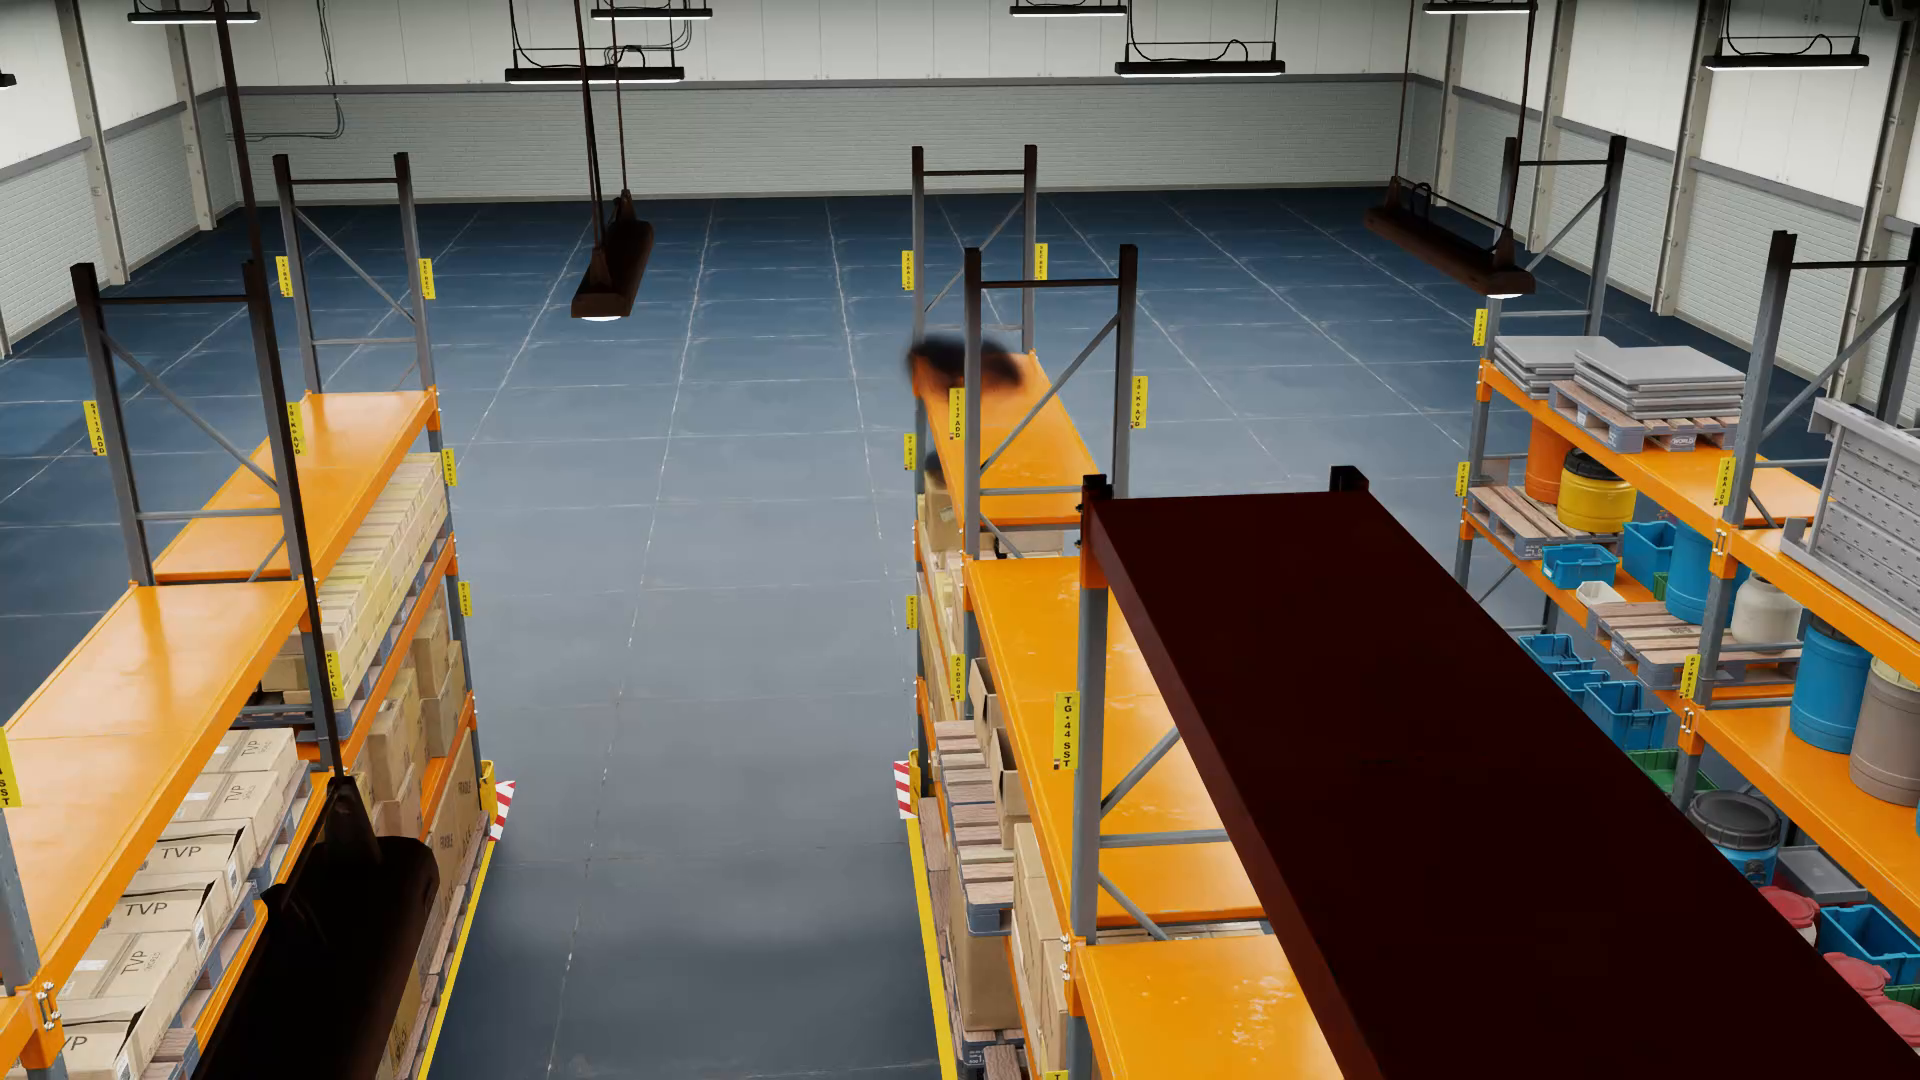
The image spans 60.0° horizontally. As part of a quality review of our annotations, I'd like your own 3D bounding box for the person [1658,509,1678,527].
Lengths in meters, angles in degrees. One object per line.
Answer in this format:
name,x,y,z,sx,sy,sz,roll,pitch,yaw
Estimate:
person,8.688,-0.063,19.780,0.917,1.549,0.570,5,22,13
